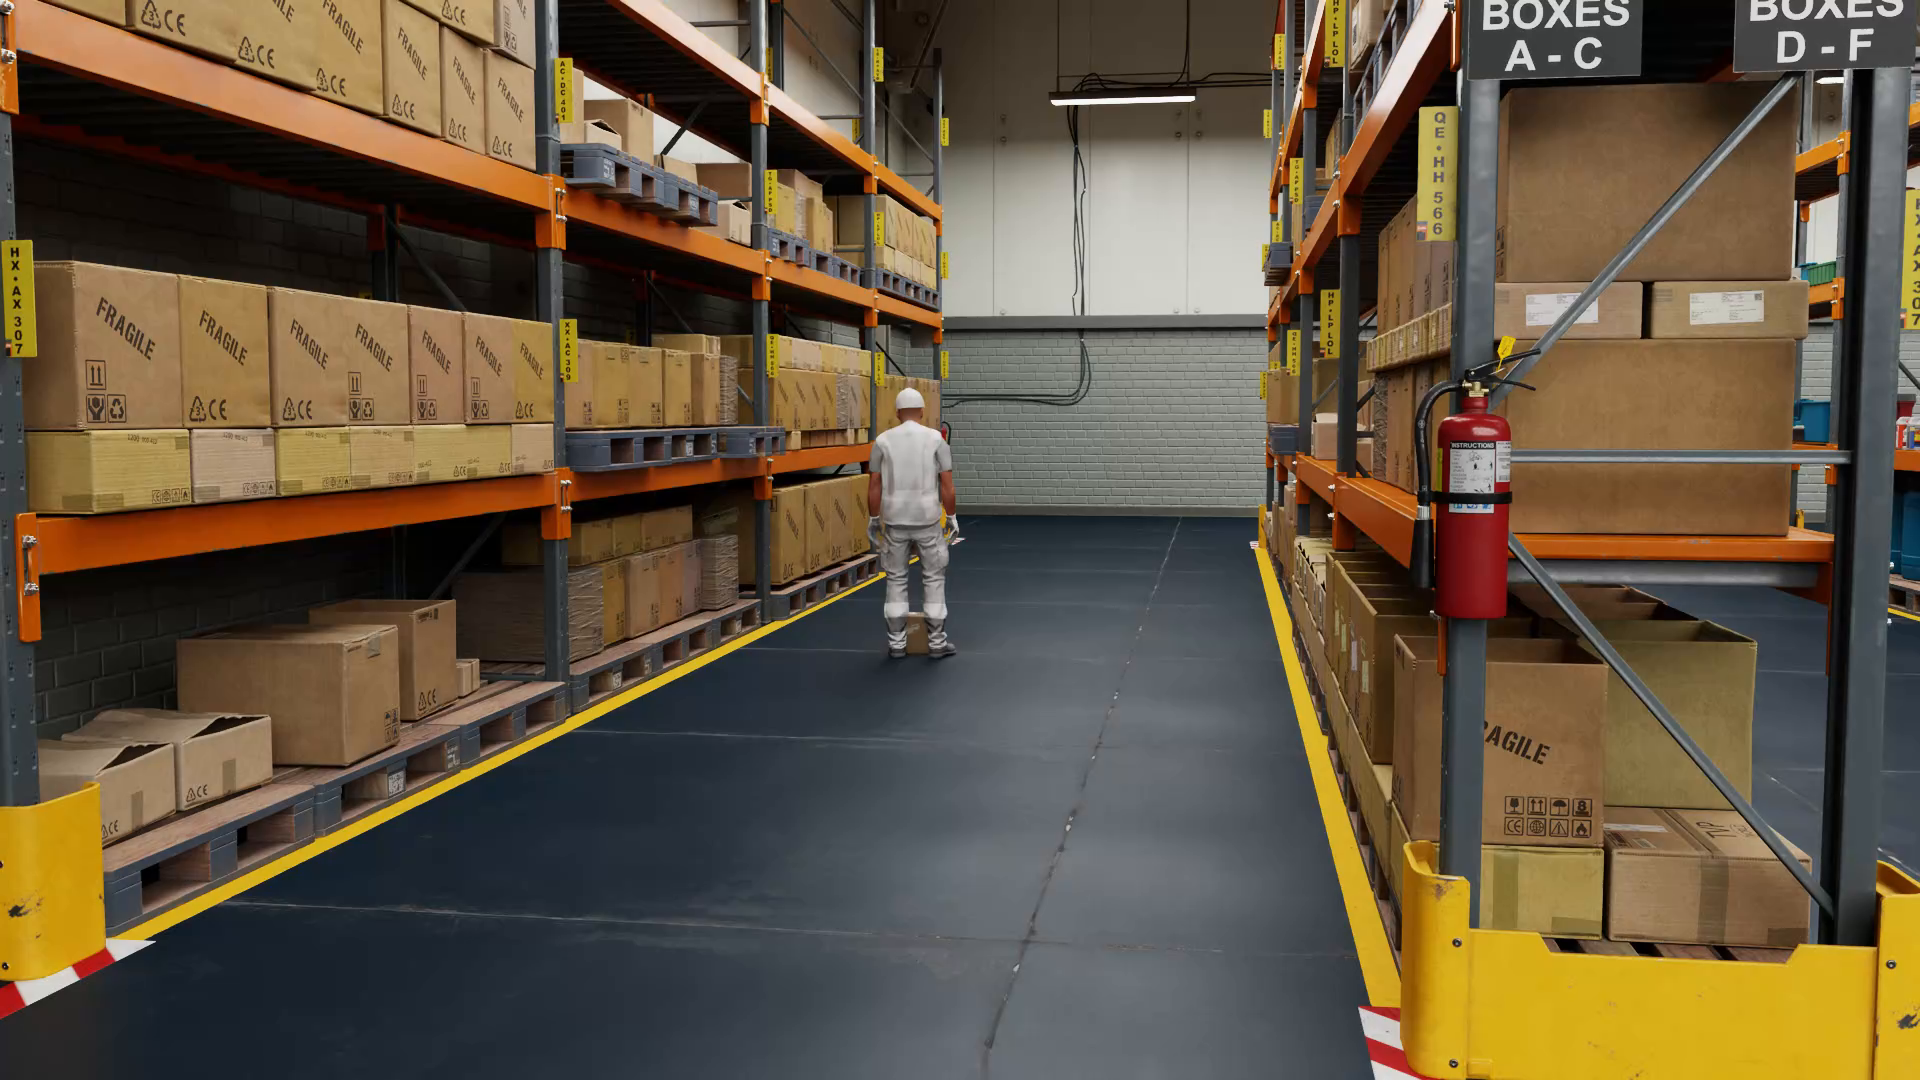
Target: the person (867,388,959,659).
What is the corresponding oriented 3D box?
[{"bbox_3d":[-0.312,-0.115,10.984,0.610,1.777,0.452,0,4,6],"label":"person"}]
